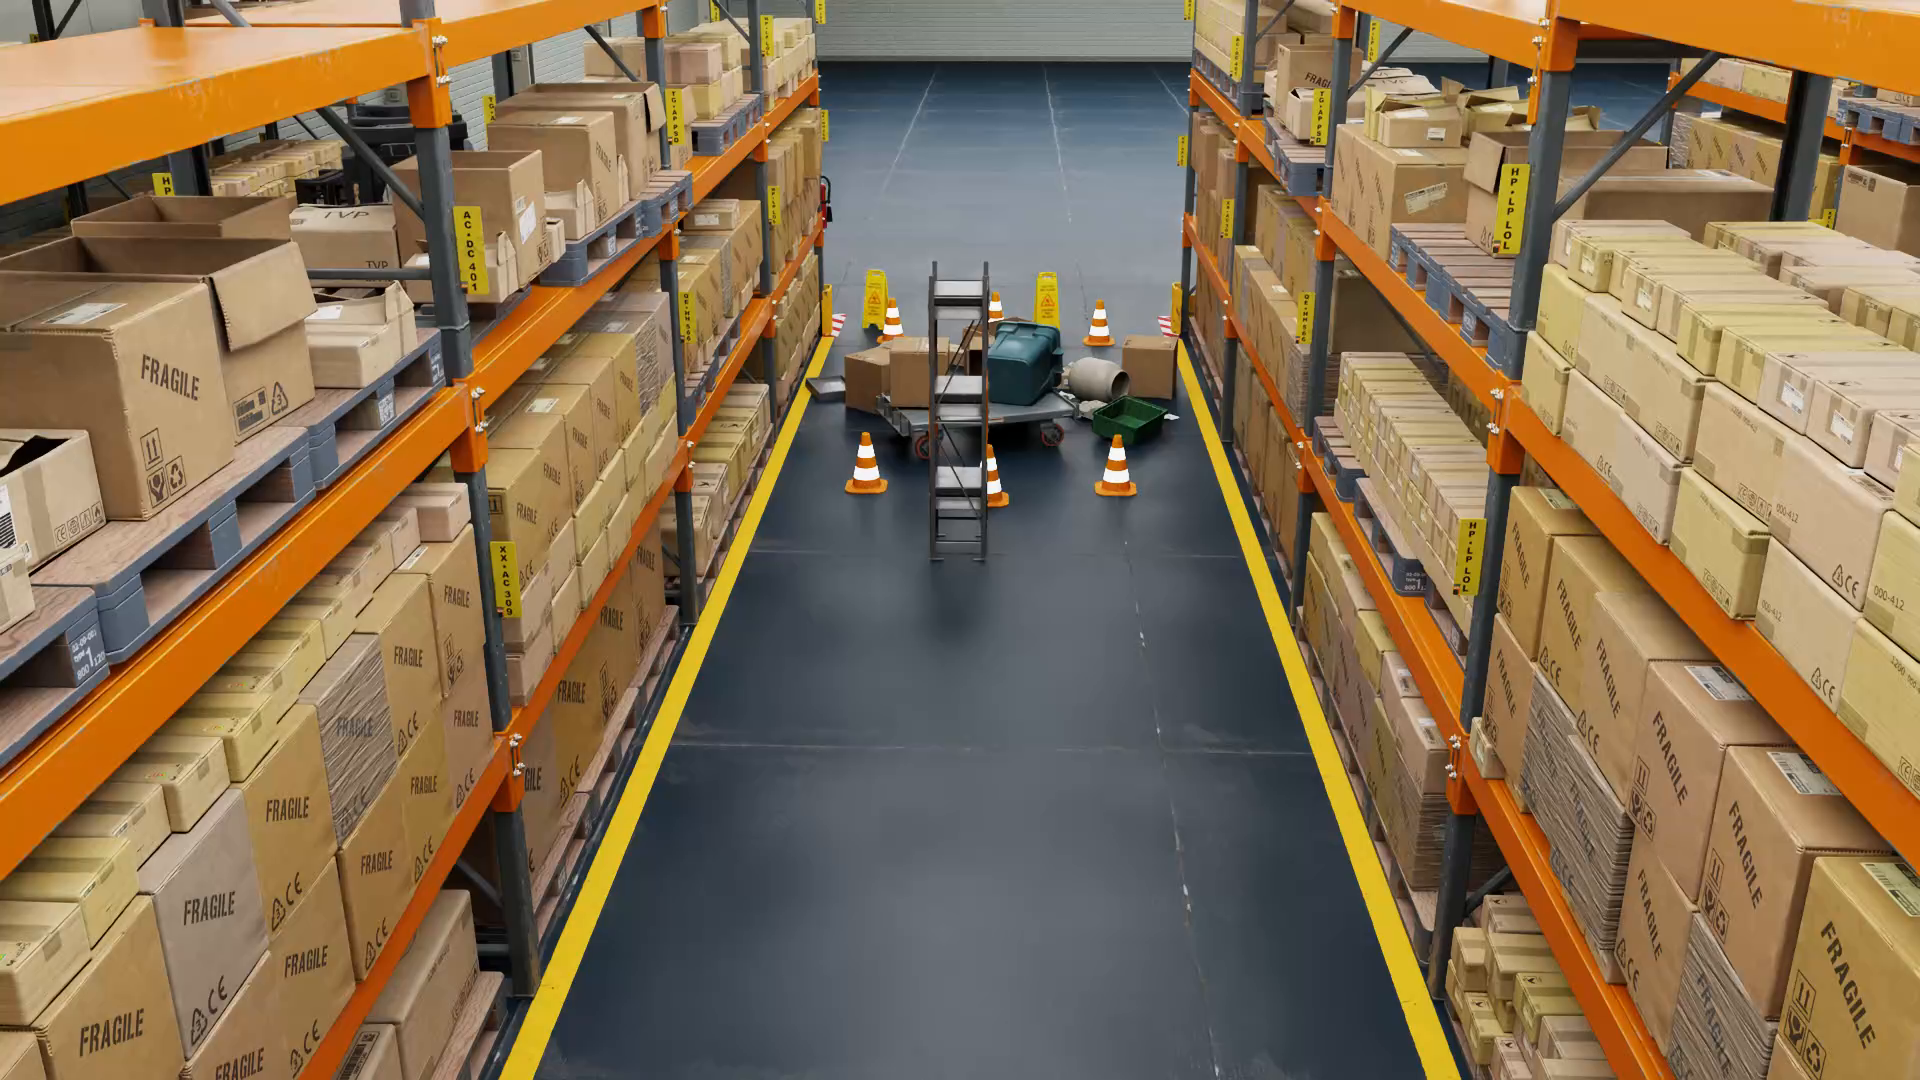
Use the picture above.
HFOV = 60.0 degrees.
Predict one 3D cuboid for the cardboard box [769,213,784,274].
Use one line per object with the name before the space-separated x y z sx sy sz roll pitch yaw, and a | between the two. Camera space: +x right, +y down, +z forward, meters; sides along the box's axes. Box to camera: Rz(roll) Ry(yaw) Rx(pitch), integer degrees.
cardboard box | -1.837 -2.638 14.633 0.500 0.500 0.500 1 21 1

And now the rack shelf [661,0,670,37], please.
rack shelf | -2.190 -3.849 11.556 1.077 0.370 4.000 1 21 2

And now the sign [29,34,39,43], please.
sign | -7.645 -4.032 13.804 0.100 0.325 0.005 1 21 2

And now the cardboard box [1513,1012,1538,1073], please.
cardboard box | 2.358 1.916 6.392 0.380 0.149 0.250 1 21 1

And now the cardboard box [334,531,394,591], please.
cardboard box | -2.198 0.079 5.761 0.380 0.149 0.250 1 21 2

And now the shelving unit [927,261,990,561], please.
shelving unit | -0.005 -0.919 11.995 0.431 2.100 0.503 1 21 2

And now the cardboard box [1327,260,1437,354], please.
cardboard box | 2.724 -1.508 10.748 0.700 0.500 0.500 1 21 1

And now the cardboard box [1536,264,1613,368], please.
cardboard box | 2.324 -0.777 5.754 0.500 0.250 0.500 1 21 3

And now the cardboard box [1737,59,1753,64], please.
cardboard box | 7.585 -4.582 15.700 0.380 0.149 0.250 0 21 -1

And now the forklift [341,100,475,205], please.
forklift | -4.727 -2.384 14.621 1.130 2.935 3.031 -7 22 -18

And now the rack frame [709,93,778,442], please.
rack frame | -2.129 -2.297 14.303 1.000 3.000 0.127 1 21 2

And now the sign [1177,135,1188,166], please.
sign | 2.389 -4.174 17.834 0.100 0.325 0.005 1 21 2

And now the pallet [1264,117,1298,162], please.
pallet | 2.698 -2.781 11.664 1.003 0.211 1.213 2 21 4

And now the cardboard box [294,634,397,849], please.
cardboard box | -2.140 0.624 5.254 0.500 0.500 0.500 1 21 2

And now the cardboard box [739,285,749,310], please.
cardboard box | -1.871 -1.906 13.061 0.380 0.149 0.250 1 21 2

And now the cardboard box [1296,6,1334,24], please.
cardboard box | 3.202 -4.671 14.801 0.380 0.149 0.250 1 21 2

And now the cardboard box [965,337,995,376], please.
cardboard box | 0.449 -1.642 15.877 0.797 0.637 0.503 1 21 2

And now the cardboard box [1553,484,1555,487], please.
cardboard box | 3.080 -0.256 7.987 0.380 0.149 0.250 0 21 1

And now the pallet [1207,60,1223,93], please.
pallet | 2.897 -4.372 15.626 1.003 0.211 1.213 1 21 2

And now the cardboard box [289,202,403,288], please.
cardboard box | -2.556 -1.278 7.073 0.500 0.311 0.500 1 21 2

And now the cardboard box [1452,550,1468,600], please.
cardboard box | 2.400 0.155 7.339 0.380 0.149 0.250 1 21 2

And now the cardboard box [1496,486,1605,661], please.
cardboard box | 2.321 0.122 6.135 0.500 0.500 0.500 1 21 3

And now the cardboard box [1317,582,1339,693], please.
cardboard box | 2.412 0.571 9.785 0.500 0.500 0.500 1 21 2

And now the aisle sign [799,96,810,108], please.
aisle sign | -1.716 -4.975 17.609 0.394 0.787 0.004 1 21 2

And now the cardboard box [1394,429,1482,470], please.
cardboard box | 2.443 -0.459 8.509 0.380 0.149 0.250 0 21 1

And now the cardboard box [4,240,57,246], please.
cardboard box | -7.372 -2.295 13.263 0.380 0.149 0.250 0 21 1

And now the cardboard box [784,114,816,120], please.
cardboard box | -1.828 -4.025 16.824 0.700 0.500 0.500 1 21 2

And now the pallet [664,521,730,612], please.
pallet | -2.226 0.167 11.808 1.003 0.211 1.213 1 21 2

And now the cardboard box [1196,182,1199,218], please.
cardboard box | 2.977 -3.661 17.610 0.875 0.550 0.550 1 21 2

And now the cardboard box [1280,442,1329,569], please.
cardboard box | 2.808 -0.199 11.425 1.050 0.750 0.750 0 21 1

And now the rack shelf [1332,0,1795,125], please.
rack shelf | 2.639 -2.385 7.783 1.077 0.370 4.000 1 21 2

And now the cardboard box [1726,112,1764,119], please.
cardboard box | 8.128 -4.084 16.977 0.500 0.500 0.500 1 21 2

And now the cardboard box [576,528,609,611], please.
cardboard box | -2.050 0.137 8.237 0.500 0.250 0.500 0 21 1

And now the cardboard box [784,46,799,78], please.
cardboard box | -1.794 -4.471 15.553 0.500 0.250 0.500 1 21 2

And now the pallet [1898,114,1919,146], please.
pallet | 7.623 -2.902 11.974 1.213 0.211 1.003 1 21 2

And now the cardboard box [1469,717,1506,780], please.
cardboard box | 2.243 0.829 6.592 0.380 0.149 0.250 1 21 4

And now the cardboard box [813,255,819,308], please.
cardboard box | -1.771 -2.714 17.562 0.500 0.500 0.500 1 21 2

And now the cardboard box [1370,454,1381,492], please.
cardboard box | 2.456 -0.364 9.086 0.380 0.149 0.250 1 21 3

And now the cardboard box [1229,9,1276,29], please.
cardboard box | 2.530 -4.493 14.340 0.380 0.149 0.250 1 21 2

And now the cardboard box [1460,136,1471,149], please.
cardboard box | 2.934 -1.888 8.963 0.500 0.500 0.500 1 21 2

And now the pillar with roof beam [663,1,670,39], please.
pillar with roof beam | -2.858 -14.982 38.701 9.100 9.000 0.400 1 21 2

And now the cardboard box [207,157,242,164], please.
cardboard box | -7.340 -3.697 16.464 0.380 0.149 0.250 0 21 0

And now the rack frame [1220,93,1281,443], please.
rack frame | 2.822 -2.279 14.256 1.000 3.000 0.127 1 21 2

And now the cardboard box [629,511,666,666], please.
cardboard box | -2.355 0.193 10.242 0.875 0.875 0.875 0 21 1

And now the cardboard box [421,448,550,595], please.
cardboard box | -2.072 -0.073 7.051 0.500 0.500 0.500 1 21 2

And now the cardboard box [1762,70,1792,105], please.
cardboard box | 7.566 -4.057 14.900 0.500 0.250 0.500 0 21 1

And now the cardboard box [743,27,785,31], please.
cardboard box | -1.866 -4.812 15.882 0.380 0.149 0.250 0 21 0

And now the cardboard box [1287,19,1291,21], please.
cardboard box | 3.160 -4.710 15.453 0.500 0.250 0.500 1 21 2

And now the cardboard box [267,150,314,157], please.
cardboard box | -6.808 -3.879 16.933 0.380 0.149 0.250 1 21 2

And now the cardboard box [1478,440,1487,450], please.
cardboard box | 3.116 -0.455 9.323 0.380 0.149 0.250 0 21 1

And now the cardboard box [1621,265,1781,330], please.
cardboard box | 2.281 -0.749 5.130 0.380 0.149 0.250 0 21 0

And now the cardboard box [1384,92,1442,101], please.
cardboard box | 2.942 -2.692 10.577 0.500 0.311 0.500 1 21 2

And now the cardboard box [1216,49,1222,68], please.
cardboard box | 2.550 -4.399 15.201 0.380 0.149 0.250 0 21 1

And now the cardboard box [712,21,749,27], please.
cardboard box | -2.283 -5.089 16.597 0.380 0.149 0.250 1 21 2

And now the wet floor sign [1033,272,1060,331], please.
wet floor sign | 0.965 -2.660 18.493 0.267 0.644 0.232 -3 21 -8

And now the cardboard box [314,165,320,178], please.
cardboard box | -6.766 -3.742 16.991 0.380 0.149 0.250 0 21 1
